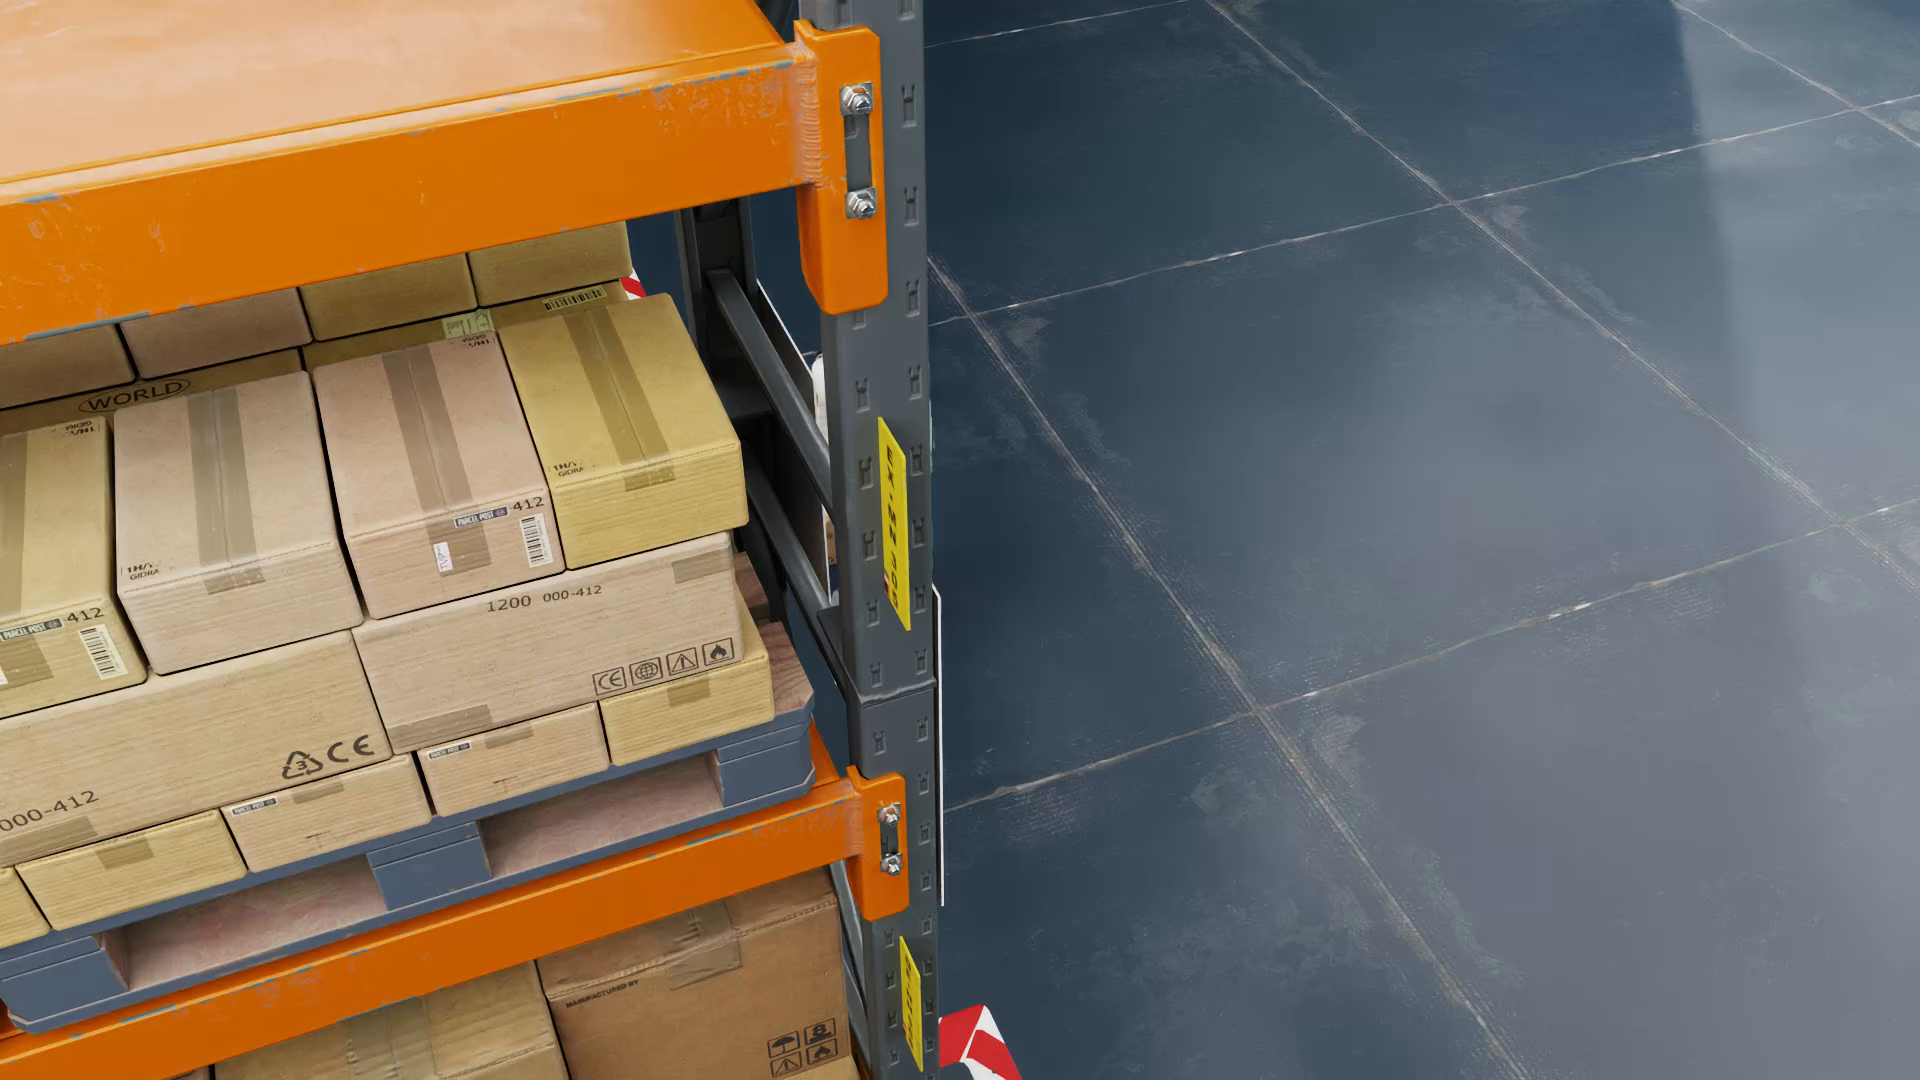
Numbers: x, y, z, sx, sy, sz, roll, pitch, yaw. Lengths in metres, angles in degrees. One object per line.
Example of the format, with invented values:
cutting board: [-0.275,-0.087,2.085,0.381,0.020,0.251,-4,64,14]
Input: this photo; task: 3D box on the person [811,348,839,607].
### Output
person: [-0.384,-0.329,6.528,0.469,1.662,0.328,-19,45,-20]
